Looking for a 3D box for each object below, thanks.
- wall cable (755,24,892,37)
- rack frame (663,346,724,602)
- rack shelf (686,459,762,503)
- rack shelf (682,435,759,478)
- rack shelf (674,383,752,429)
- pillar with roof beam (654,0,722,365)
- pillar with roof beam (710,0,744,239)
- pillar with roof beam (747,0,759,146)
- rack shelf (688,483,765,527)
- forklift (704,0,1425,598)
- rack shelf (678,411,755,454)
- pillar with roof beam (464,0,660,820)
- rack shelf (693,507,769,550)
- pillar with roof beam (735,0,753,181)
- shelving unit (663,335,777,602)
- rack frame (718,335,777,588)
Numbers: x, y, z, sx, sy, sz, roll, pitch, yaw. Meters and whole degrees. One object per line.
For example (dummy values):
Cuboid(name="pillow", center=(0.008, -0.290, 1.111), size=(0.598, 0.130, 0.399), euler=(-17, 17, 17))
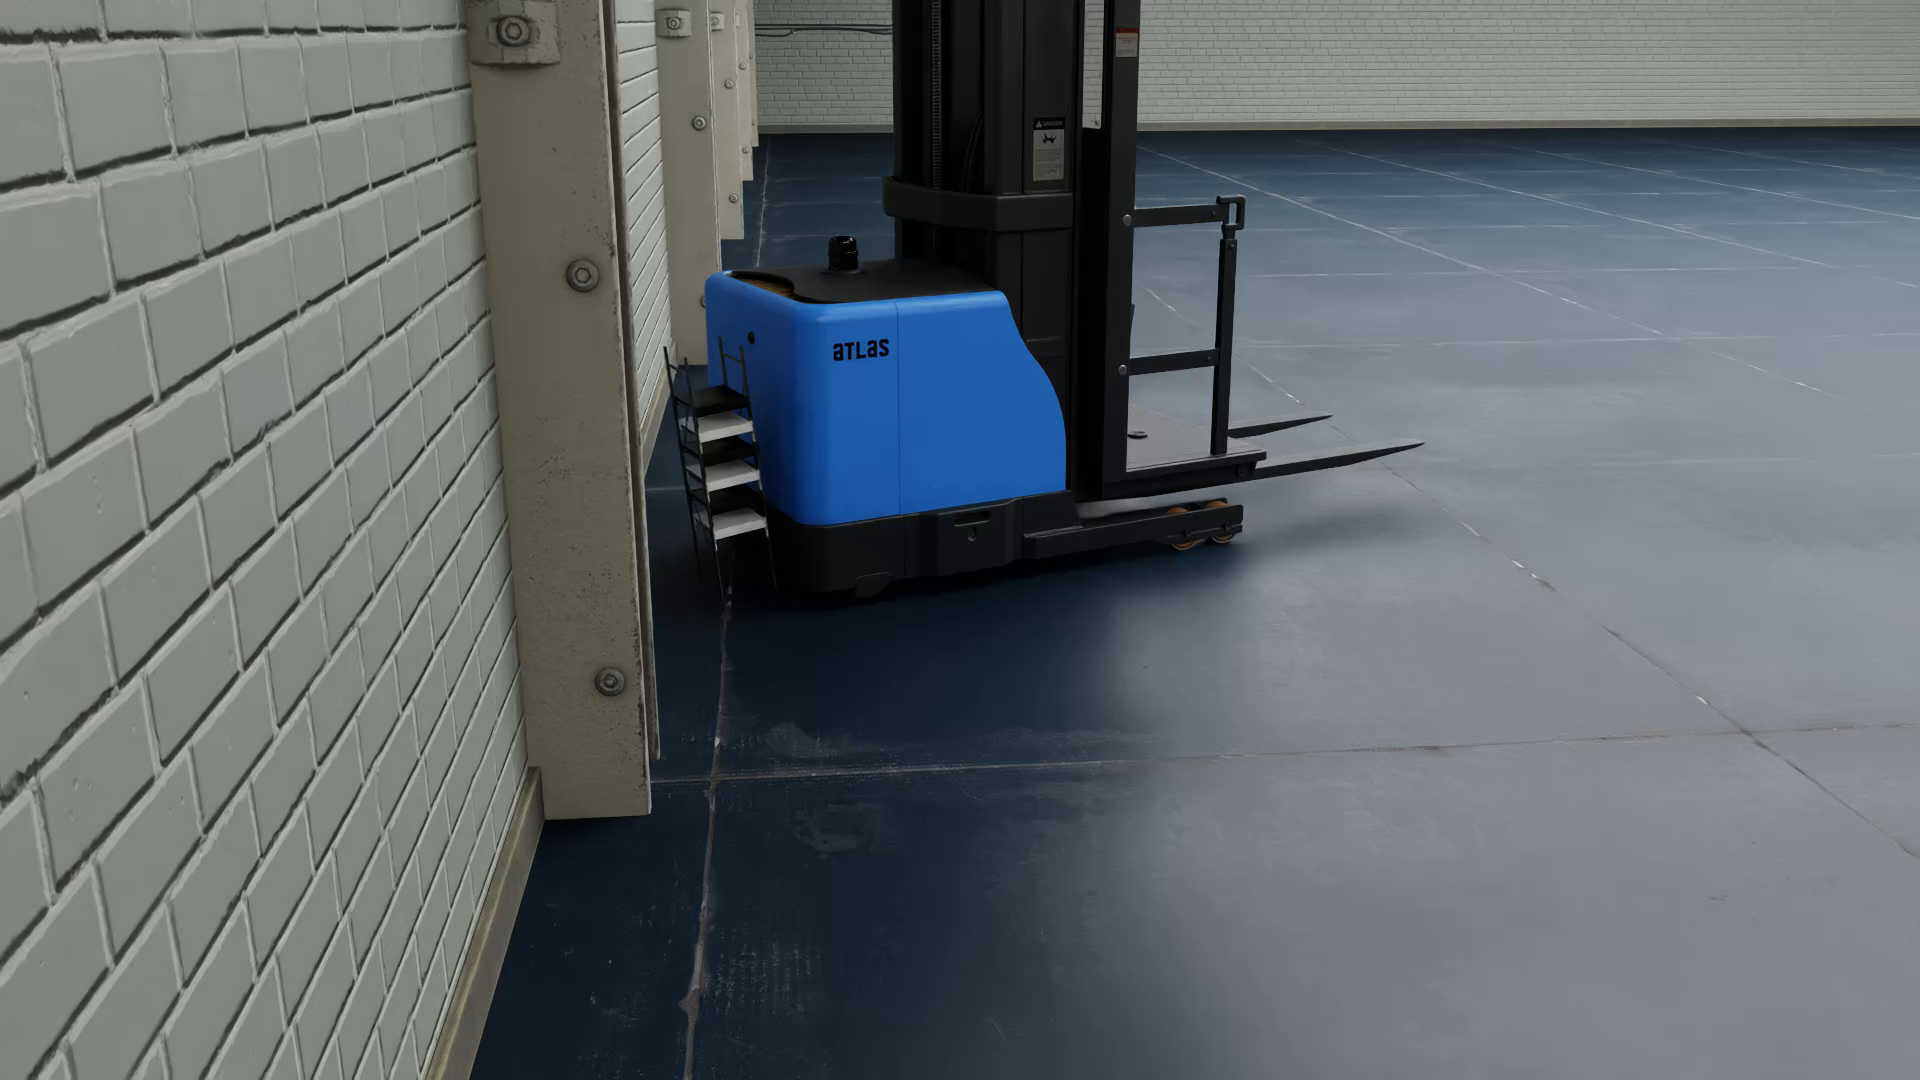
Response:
Cuboid(name="wall cable", center=(-2.454, -10.213, 29.367), size=(3.097, 2.526, 0.112), euler=(-2, 18, -6))
Cuboid(name="rack frame", center=(-0.946, -0.230, 5.913), size=(0.006, 0.900, 0.240), euler=(-15, 22, -24))
Cuboid(name="rack shelf", center=(-0.853, -0.223, 5.967), size=(0.200, 0.077, 0.258), euler=(-15, 22, -24))
Cuboid(name="rack shelf", center=(-0.862, -0.307, 5.936), size=(0.200, 0.077, 0.258), euler=(-15, 22, -24))
Cuboid(name="rack shelf", center=(-0.878, -0.476, 5.874), size=(0.200, 0.077, 0.258), euler=(-15, 22, -24))
Cuboid(name="pillar with roof beam", center=(2.673, -5.546, 9.318), size=(9.100, 9.000, 0.400), euler=(-2, 18, -6))
Cuboid(name="pillar with roof beam", center=(2.054, -7.333, 15.012), size=(9.100, 9.000, 0.400), euler=(-2, 18, -6))
Cuboid(name="pillar with roof beam", center=(0.817, -10.908, 26.400), size=(9.100, 9.000, 0.400), euler=(-2, 18, -6))
Cuboid(name="rack shelf", center=(-0.845, -0.139, 5.998), size=(0.200, 0.077, 0.258), euler=(-15, 22, -24))
Cuboid(name="forklift", center=(0.552, -1.487, 6.521), size=(3.031, 2.935, 1.130), euler=(-9, 20, -27))
Cuboid(name="rack shelf", center=(-0.870, -0.392, 5.905), size=(0.200, 0.077, 0.258), euler=(-15, 22, -24))
Cuboid(name="pillar with roof beam", center=(3.292, -3.758, 3.624), size=(9.100, 9.000, 0.400), euler=(-2, 18, -6))
Cuboid(name="rack shelf", center=(-0.837, -0.055, 6.029), size=(0.200, 0.077, 0.258), euler=(-15, 22, -24))
Cuboid(name="pillar with roof beam", center=(1.436, -9.121, 20.706), size=(9.100, 9.000, 0.400), euler=(-2, 18, -6))
Cuboid(name="shelving unit", center=(-0.856, -0.255, 5.955), size=(0.210, 0.900, 0.258), euler=(-15, 22, -24))
Cuboid(name="rack frame", center=(-0.767, -0.279, 5.997), size=(0.006, 0.900, 0.240), euler=(-15, 22, -24))
